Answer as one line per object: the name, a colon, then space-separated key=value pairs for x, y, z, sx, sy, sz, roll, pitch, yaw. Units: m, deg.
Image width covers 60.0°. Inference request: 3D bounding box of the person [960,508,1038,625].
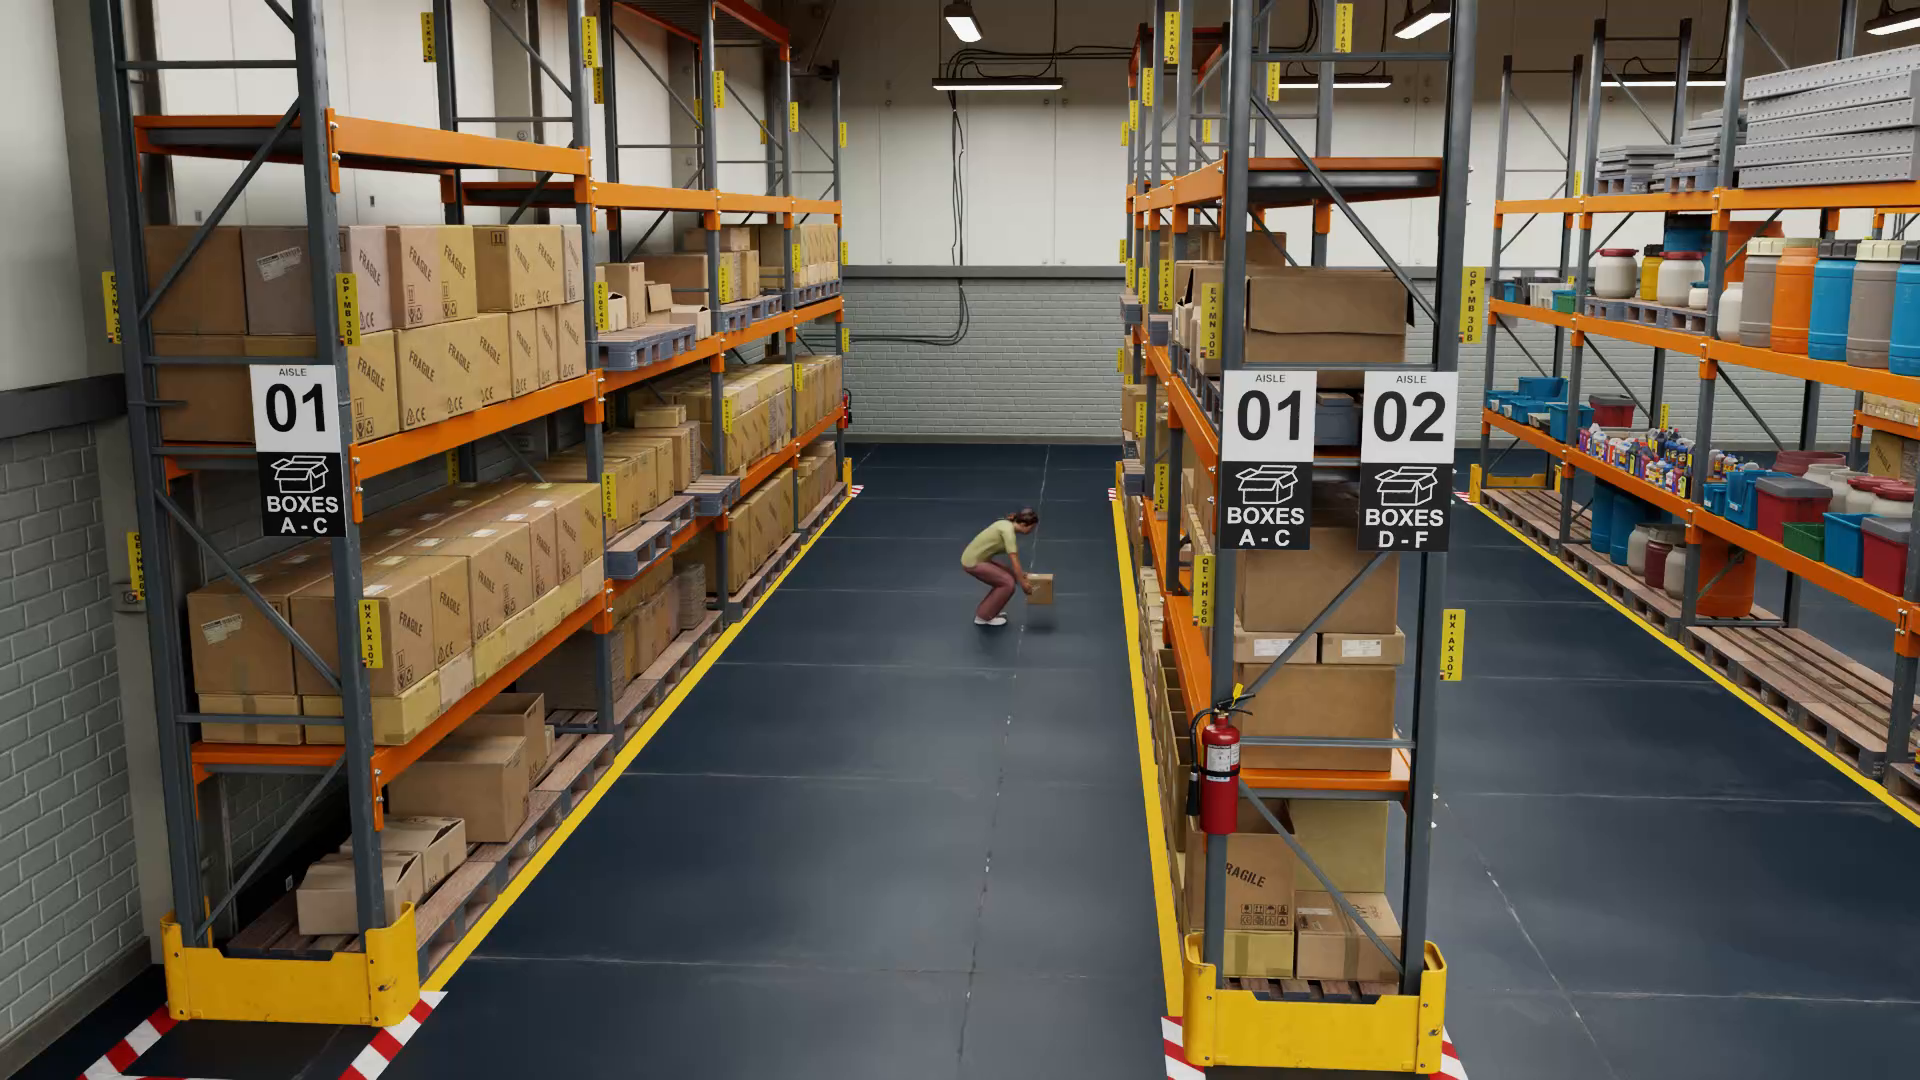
person: x=0.384 y=0.242 z=16.163 sx=0.747 sy=1.116 sz=0.505 roll=1 pitch=11 yaw=4
